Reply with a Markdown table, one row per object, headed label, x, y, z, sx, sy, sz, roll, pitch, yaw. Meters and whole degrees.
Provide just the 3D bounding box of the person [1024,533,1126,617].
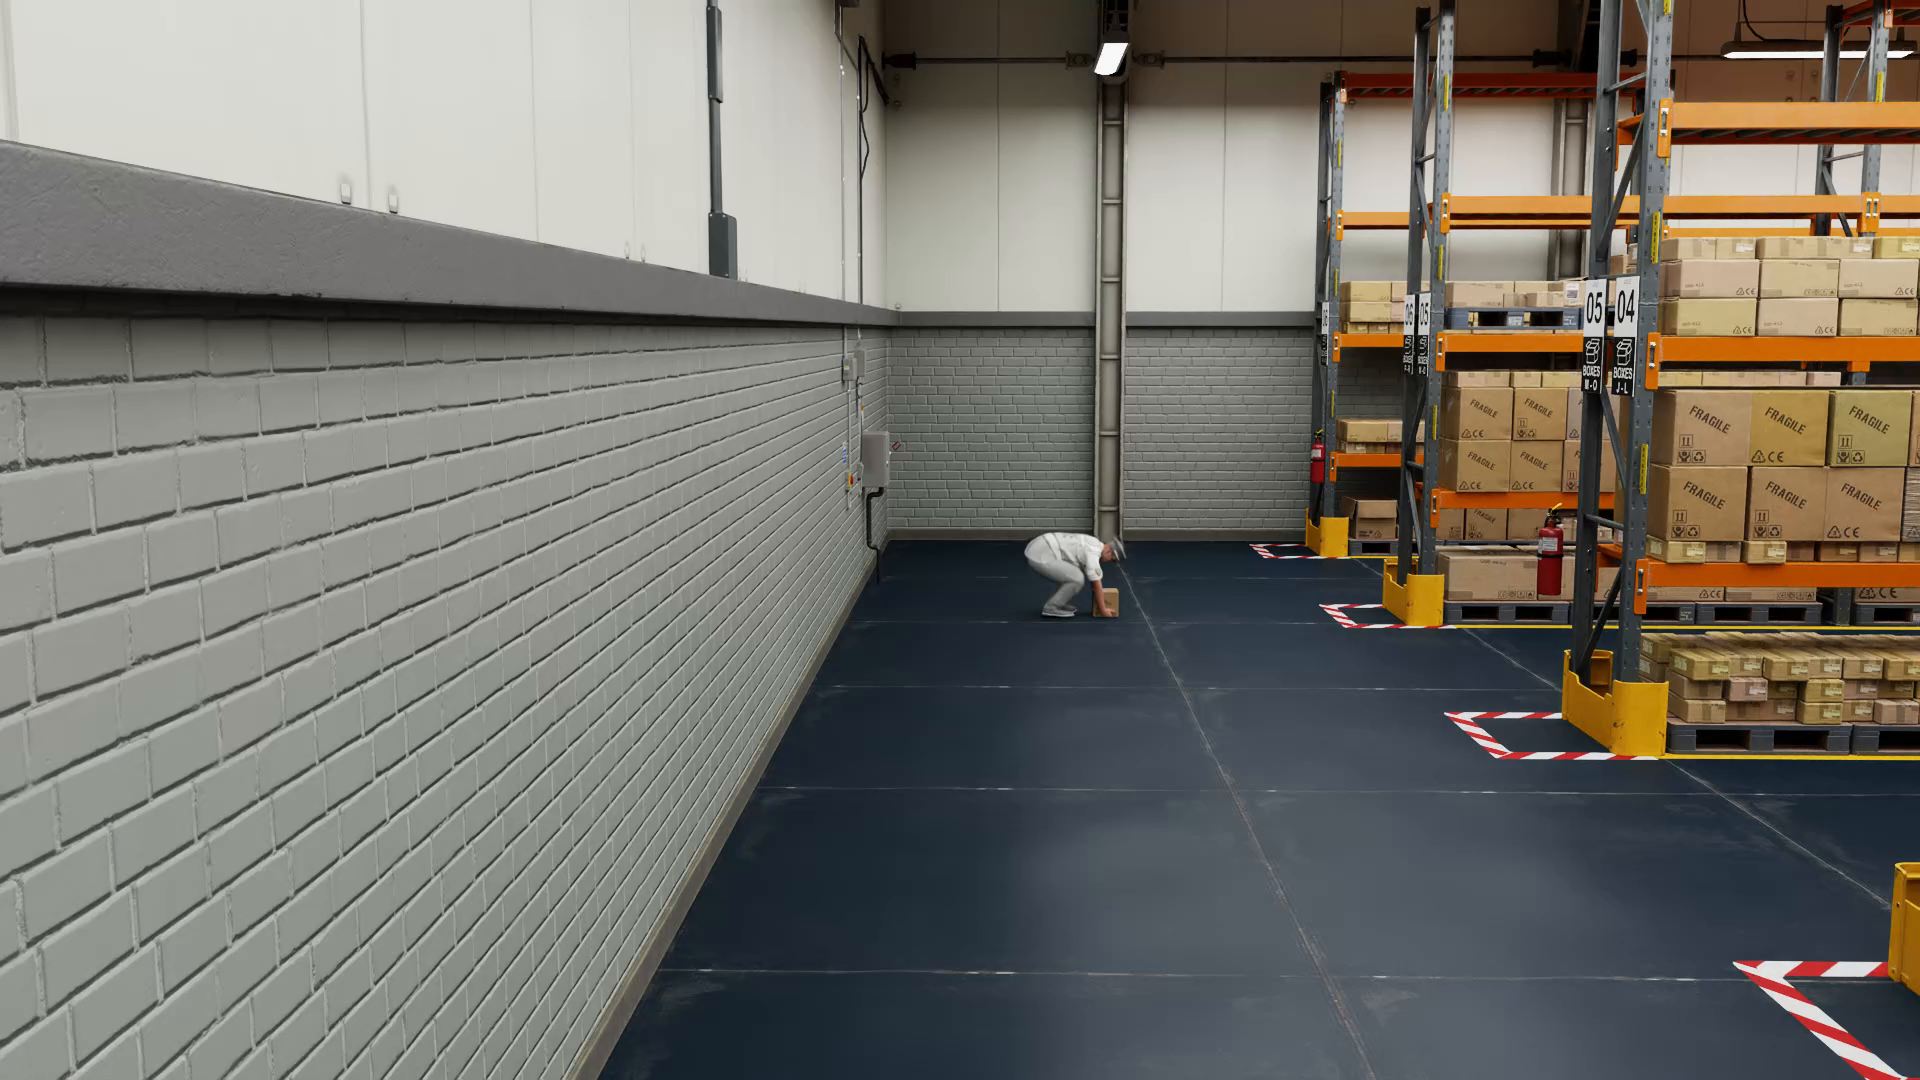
| label | x | y | z | sx | sy | sz | roll | pitch | yaw |
| --- | --- | --- | --- | --- | --- | --- | --- | --- | --- |
| person | 1.161 | 0.352 | 16.713 | 1.031 | 0.852 | 0.525 | 0 | 7 | 0 |
